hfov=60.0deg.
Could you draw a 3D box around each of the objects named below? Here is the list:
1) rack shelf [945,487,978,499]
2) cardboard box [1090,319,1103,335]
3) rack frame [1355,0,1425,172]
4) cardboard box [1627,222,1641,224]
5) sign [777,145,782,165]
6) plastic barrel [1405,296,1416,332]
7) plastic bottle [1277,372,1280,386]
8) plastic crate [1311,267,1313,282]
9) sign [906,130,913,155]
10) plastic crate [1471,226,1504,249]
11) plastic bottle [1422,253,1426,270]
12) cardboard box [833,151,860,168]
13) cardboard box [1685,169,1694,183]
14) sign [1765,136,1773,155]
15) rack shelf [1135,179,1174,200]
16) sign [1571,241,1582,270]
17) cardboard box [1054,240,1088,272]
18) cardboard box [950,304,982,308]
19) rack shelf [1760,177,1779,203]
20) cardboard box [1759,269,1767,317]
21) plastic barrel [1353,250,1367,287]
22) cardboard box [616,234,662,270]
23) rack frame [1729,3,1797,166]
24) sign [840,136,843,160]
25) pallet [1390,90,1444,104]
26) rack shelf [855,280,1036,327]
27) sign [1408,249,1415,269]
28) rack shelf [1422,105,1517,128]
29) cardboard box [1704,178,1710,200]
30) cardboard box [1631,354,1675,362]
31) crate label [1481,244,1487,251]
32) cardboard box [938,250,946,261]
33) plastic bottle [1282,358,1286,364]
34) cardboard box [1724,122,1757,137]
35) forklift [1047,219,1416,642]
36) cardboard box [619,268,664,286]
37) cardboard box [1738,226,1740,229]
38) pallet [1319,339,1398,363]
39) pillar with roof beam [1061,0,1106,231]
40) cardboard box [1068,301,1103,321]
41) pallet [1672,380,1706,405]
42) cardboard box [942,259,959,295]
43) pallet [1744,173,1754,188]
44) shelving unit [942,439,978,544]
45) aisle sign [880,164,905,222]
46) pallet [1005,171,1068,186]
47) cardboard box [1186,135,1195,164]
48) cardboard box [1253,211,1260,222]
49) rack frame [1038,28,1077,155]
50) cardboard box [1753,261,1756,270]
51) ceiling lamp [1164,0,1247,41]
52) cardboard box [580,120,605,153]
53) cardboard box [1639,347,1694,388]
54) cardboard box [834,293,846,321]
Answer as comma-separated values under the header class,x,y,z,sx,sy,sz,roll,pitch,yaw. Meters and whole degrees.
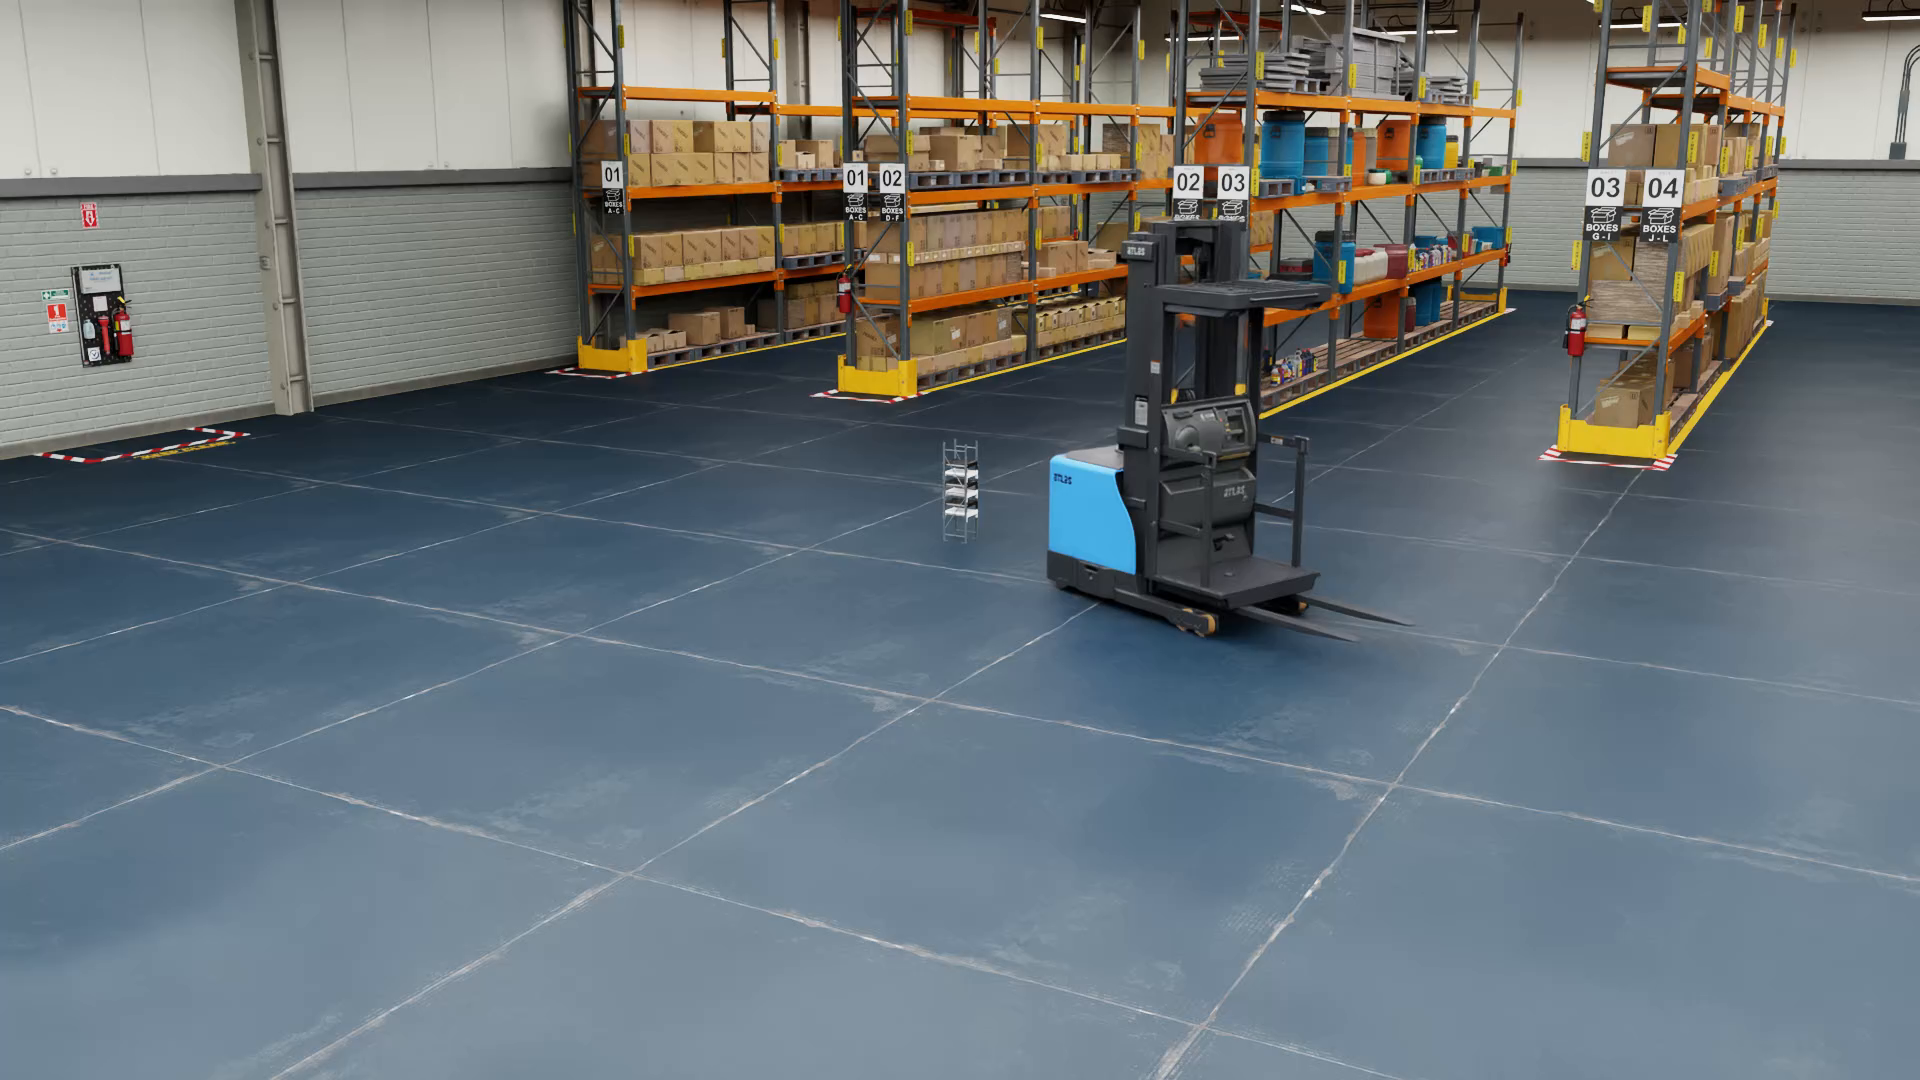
class,x,y,z,sx,sy,sz,roll,pitch,yaw
rack shelf,0.004,-0.407,14.943,0.258,0.077,0.200,7,15,28
cardboard box,2.164,-3.744,29.132,0.500,0.250,0.500,8,16,29
rack frame,7.031,-7.575,27.254,1.000,3.000,0.127,7,15,28
cardboard box,8.993,-3.893,21.799,0.500,0.500,0.500,7,15,28
sign,-3.096,-6.610,28.549,0.100,0.325,0.005,7,15,28
plastic barrel,7.799,-4.025,29.576,0.600,0.588,0.708,7,15,28
plastic bottle,4.363,-2.229,22.911,0.097,0.201,0.097,0,14,0
plastic crate,5.358,-4.092,25.640,0.392,0.384,0.575,7,15,28
sign,-0.688,-5.437,22.751,0.100,0.325,0.005,7,15,28
plastic crate,10.900,-6.257,34.382,0.616,0.435,0.499,7,15,28
plastic bottle,8.122,-4.886,29.149,0.061,0.283,0.133,7,15,28
cardboard box,-2.349,-7.044,31.188,0.797,0.503,0.637,10,17,36
cardboard box,8.045,-4.108,18.742,0.380,0.149,0.250,8,16,29
sign,13.780,-6.721,28.338,0.100,0.325,0.005,7,15,28
rack shelf,3.664,-6.740,31.723,1.077,0.370,4.000,7,15,28
sign,7.023,-3.240,18.927,0.100,0.325,0.005,7,15,28
cardboard box,1.900,-4.923,28.841,0.500,0.500,0.500,6,15,25
cardboard box,0.030,-3.469,26.393,0.500,0.500,0.500,7,15,28
rack shelf,14.267,-6.437,30.469,1.077,0.370,4.000,7,15,28
cardboard box,14.995,-4.770,32.056,0.875,0.875,0.875,7,15,28
plastic barrel,6.106,-4.226,25.873,0.433,0.535,0.433,0,14,0
cardboard box,-5.015,-4.505,25.998,0.500,0.500,0.500,7,15,28
rack frame,15.234,-8.655,31.735,1.000,3.000,0.127,7,15,28
sign,-1.639,-5.494,23.301,0.100,0.325,0.005,7,15,28
pallet,7.407,-7.433,27.923,1.213,0.211,1.003,7,15,28
rack shelf,-0.204,-3.640,25.267,1.077,0.370,4.000,7,15,28
sign,7.516,-4.677,27.686,0.100,0.325,0.005,7,15,28
rack shelf,9.932,-8.262,32.492,1.077,0.370,4.000,7,15,28
cardboard box,8.938,-4.328,20.506,0.500,0.250,0.500,7,15,28
cardboard box,9.205,-2.188,22.148,0.500,0.500,0.500,7,15,26
crate label,10.397,-5.895,33.522,0.396,0.136,0.243,7,15,28
cardboard box,-0.421,-4.156,24.277,0.380,0.149,0.250,7,15,27
plastic bottle,4.614,-2.440,23.612,0.061,0.283,0.133,7,15,28
cardboard box,13.761,-7.235,29.319,0.500,0.250,0.500,6,15,24
forklift,2.004,-0.851,12.310,1.130,2.935,3.031,-10,17,-37
cardboard box,-4.995,-4.141,26.087,0.500,0.250,0.500,7,15,26
cardboard box,12.052,-4.915,26.668,0.797,0.503,0.637,8,16,29
pallet,6.623,-3.149,27.643,1.003,0.211,1.213,7,15,28
pillar with roof beam,6.542,-10.503,39.399,9.100,9.000,0.548,7,15,28
cardboard box,2.167,-4.015,29.061,0.500,0.311,0.500,7,15,28
pallet,9.808,-2.081,23.216,1.003,0.211,1.213,7,15,28
cardboard box,-0.439,-3.932,24.729,0.700,0.500,0.500,7,15,28
pallet,11.632,-5.602,25.873,1.213,0.211,1.003,8,16,31
shelving unit,0.004,-0.439,14.935,0.258,0.900,0.210,7,15,28
aisle sign,-0.934,-4.795,22.976,0.394,0.787,0.004,7,15,28
pallet,1.178,-5.948,27.312,0.805,0.209,1.217,7,15,26
cardboard box,4.322,-7.706,32.874,0.600,0.600,0.600,6,15,23
cardboard box,6.100,-7.064,35.586,0.500,0.500,0.500,8,16,30
rack frame,2.226,-10.339,38.718,1.000,3.000,0.127,7,15,28
cardboard box,13.735,-4.819,29.159,0.380,0.149,0.250,7,15,28
ceiling lamp,5.734,-13.441,39.132,2.000,3.185,0.800,7,15,28
cardboard box,-5.529,-6.261,25.812,0.500,0.500,0.500,8,16,31
cardboard box,9.749,-2.399,22.980,0.700,0.500,0.500,6,15,24
cardboard box,-2.510,-4.429,31.398,0.700,0.500,0.500,7,15,28
